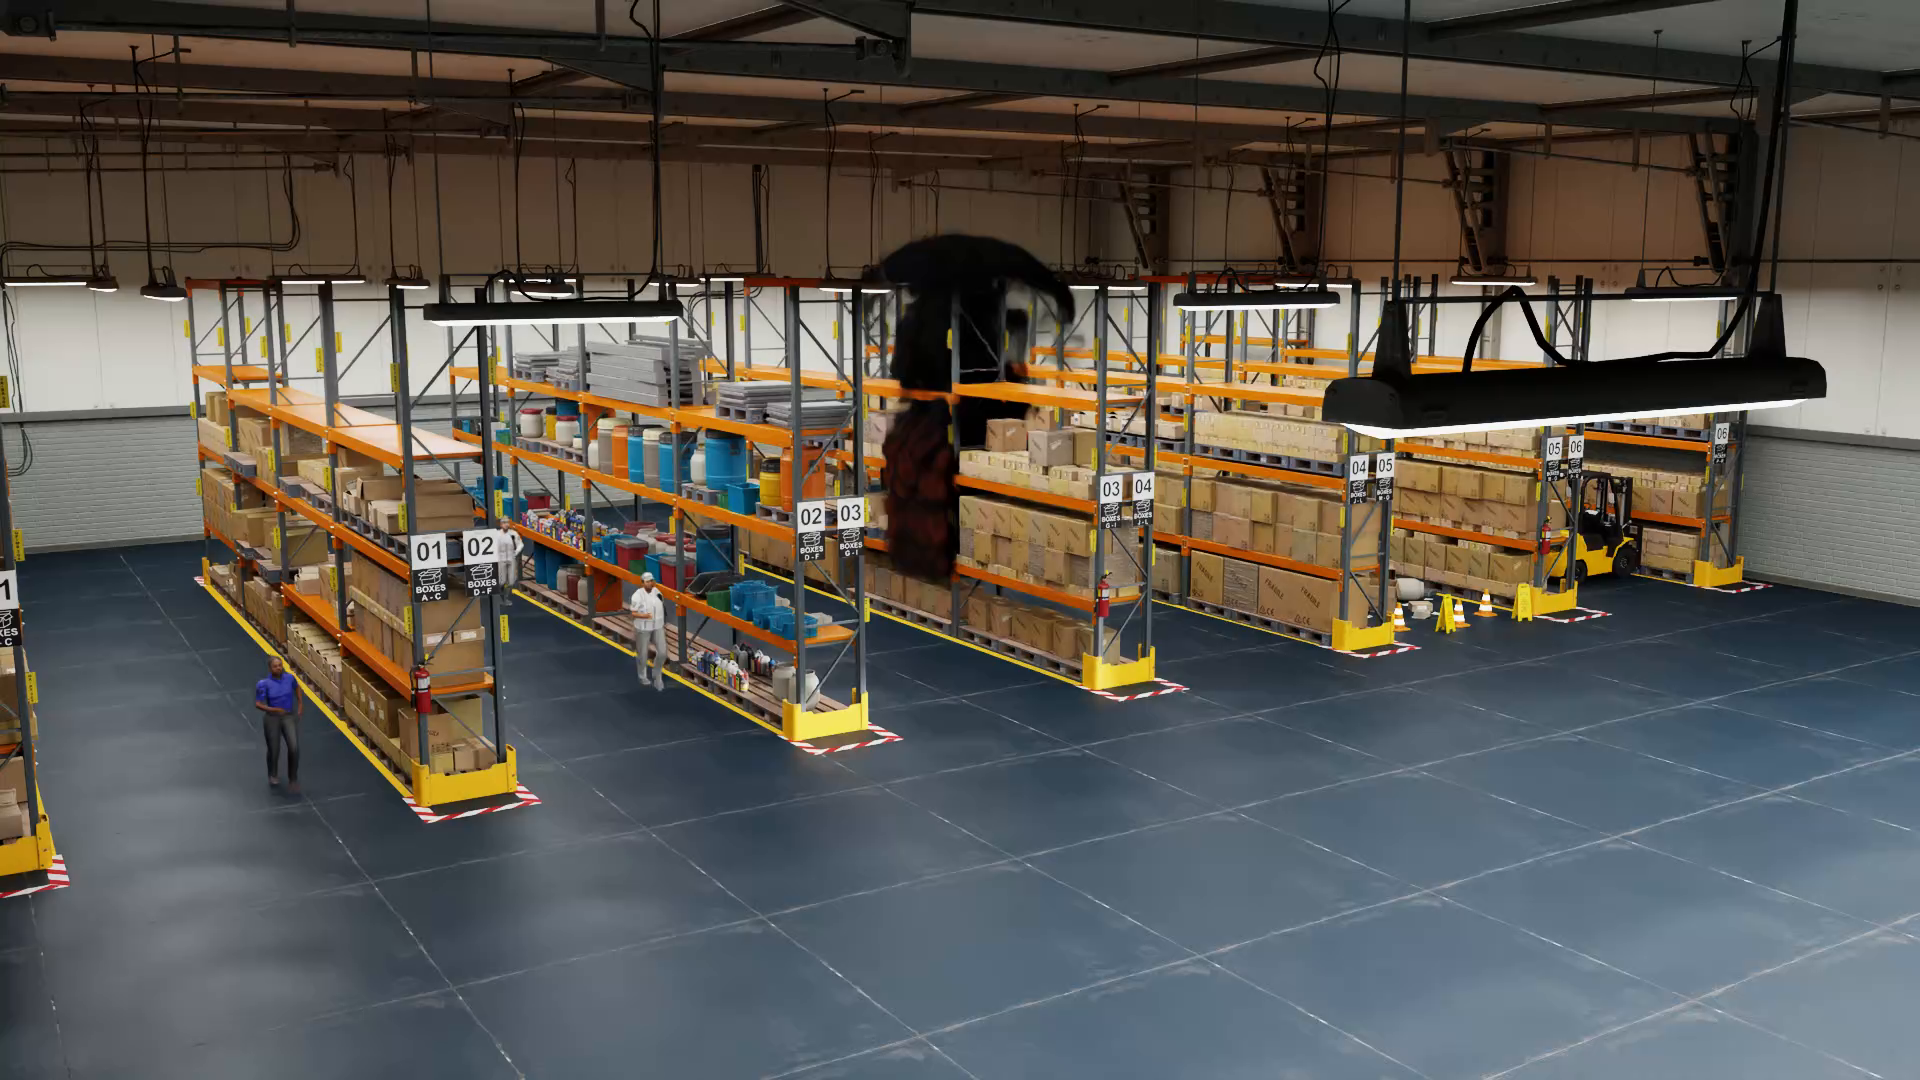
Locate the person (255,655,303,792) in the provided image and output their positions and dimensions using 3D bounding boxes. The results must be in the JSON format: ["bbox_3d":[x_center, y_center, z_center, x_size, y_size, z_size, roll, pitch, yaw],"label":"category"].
[{"bbox_3d":[-8.145,2.260,19.974,0.589,1.637,0.723,-7,12,-37],"label":"person"}]

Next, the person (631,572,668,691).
[{"bbox_3d":[-4.394,1.313,23.693,0.571,1.732,0.660,-6,11,-33],"label":"person"}]

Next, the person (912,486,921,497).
[{"bbox_3d":[-0.935,-1.700,42.885,0.826,1.735,0.715,-8,12,-39],"label":"person"}]

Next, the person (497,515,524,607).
[{"bbox_3d":[-7.993,0.375,29.296,0.662,1.661,0.484,-5,11,-26],"label":"person"}]

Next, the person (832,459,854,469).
[{"bbox_3d":[-3.016,-1.428,41.379,0.600,1.664,0.975,8,12,40],"label":"person"}]
